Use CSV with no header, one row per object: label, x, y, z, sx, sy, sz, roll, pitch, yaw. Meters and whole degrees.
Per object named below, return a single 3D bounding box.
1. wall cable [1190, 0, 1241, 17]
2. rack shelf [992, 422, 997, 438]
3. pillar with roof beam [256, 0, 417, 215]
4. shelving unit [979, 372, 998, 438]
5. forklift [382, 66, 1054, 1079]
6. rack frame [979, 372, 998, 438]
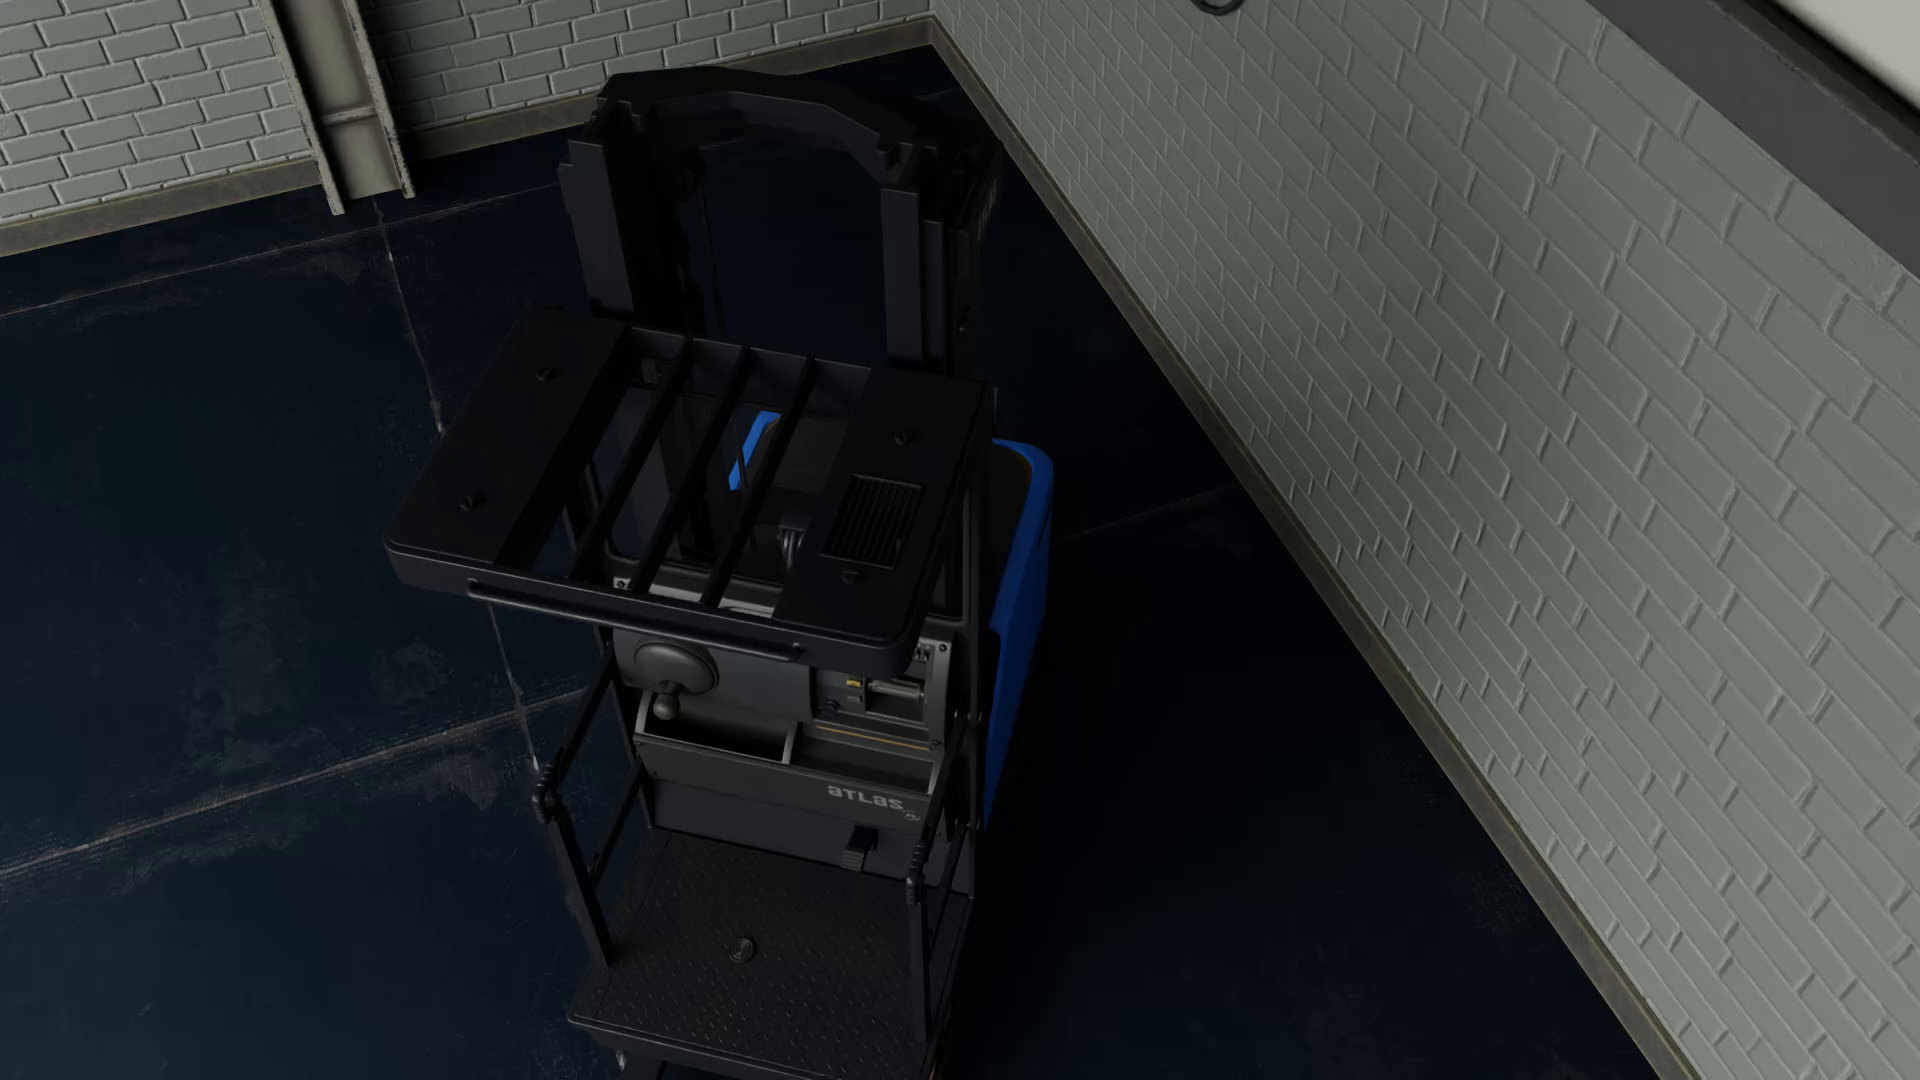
wall cable,0.369,-3.546,5.751,0.112,2.526,3.097,-17,52,-14
rack shelf,-0.008,-0.445,6.068,0.200,0.077,0.258,-17,52,-14
pillar with roof beam,-1.230,-1.618,2.049,0.400,9.000,9.100,-17,52,-14
shelving unit,-0.008,-0.291,6.247,0.210,0.900,0.258,-17,52,-14
forklift,-0.527,0.441,4.280,1.130,2.935,3.031,11,50,9
rack frame,0.087,-0.320,6.272,0.006,0.900,0.240,-17,52,-14
